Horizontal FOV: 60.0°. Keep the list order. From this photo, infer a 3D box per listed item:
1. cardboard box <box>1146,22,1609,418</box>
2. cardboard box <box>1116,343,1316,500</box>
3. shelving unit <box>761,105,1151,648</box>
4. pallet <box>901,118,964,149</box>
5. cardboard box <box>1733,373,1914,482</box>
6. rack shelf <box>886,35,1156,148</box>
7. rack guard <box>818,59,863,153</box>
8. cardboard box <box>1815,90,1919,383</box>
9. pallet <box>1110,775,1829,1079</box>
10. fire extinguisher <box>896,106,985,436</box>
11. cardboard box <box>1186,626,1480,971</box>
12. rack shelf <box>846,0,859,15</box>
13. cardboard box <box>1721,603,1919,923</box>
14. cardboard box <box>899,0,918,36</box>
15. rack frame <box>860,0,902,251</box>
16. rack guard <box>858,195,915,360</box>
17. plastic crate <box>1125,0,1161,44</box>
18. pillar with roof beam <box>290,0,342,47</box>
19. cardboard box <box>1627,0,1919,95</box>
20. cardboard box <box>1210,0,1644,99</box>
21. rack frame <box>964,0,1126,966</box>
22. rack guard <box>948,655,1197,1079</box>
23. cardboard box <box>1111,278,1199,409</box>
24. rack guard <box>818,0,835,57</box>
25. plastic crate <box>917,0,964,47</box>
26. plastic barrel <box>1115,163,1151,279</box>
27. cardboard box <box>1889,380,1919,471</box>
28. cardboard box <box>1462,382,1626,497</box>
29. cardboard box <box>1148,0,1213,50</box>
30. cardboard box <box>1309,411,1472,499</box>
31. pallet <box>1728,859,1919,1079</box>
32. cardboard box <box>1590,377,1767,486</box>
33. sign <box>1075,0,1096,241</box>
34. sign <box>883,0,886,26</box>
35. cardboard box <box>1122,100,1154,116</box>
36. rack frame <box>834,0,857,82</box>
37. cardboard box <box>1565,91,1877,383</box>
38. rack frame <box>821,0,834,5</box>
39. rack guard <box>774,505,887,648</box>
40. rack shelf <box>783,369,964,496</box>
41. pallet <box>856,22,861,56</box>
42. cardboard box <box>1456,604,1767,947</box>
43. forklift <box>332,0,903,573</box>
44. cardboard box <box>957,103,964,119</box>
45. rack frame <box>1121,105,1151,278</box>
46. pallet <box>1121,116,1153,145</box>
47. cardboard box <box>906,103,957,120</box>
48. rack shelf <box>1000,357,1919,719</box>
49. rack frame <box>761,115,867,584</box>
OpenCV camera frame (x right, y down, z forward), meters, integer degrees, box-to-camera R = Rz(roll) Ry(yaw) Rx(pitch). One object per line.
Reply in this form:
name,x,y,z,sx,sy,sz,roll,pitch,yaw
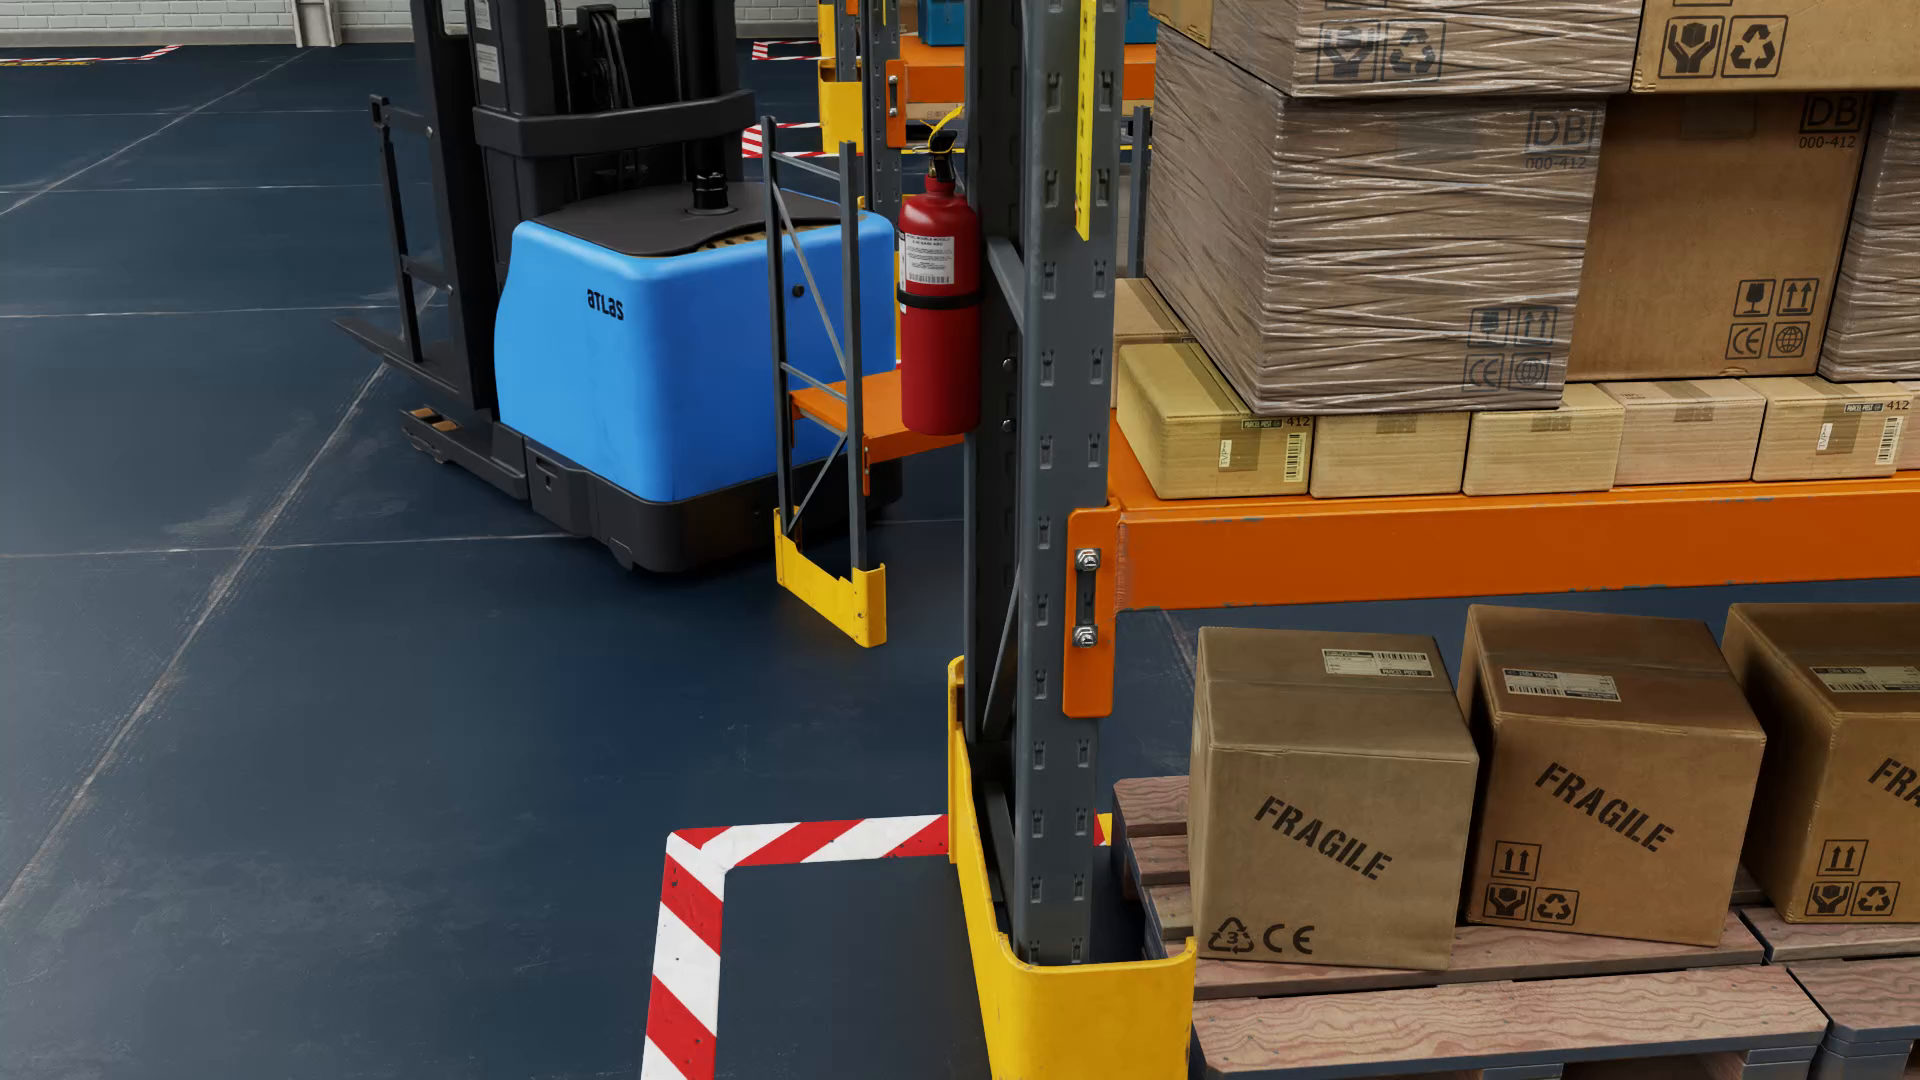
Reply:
cardboard box,0.670,-0.603,2.924,0.500,0.500,0.875,-2,24,-5
cardboard box,0.427,-0.211,2.840,0.250,0.149,0.380,-2,24,-5
shelving unit,0.003,-0.578,5.203,1.083,1.500,0.587,-15,28,-30
pallet,-0.093,-3.188,12.663,1.213,0.211,1.003,-2,24,-5
cardboard box,1.424,-0.242,2.912,0.250,0.149,0.380,-2,24,-5
rack shelf,1.623,-2.164,7.810,4.000,0.370,1.077,-2,24,-5
rack guard,-0.874,-3.272,12.495,0.348,0.500,1.175,-2,24,-5
cardboard box,1.657,-0.674,3.084,0.500,0.500,0.875,-2,24,-5
pallet,1.007,0.843,3.595,1.213,0.211,1.003,-2,24,-5
fire extinguisher,-0.040,-0.557,3.405,0.183,0.674,0.296,-2,24,-5
cardboard box,0.743,0.522,3.444,0.500,0.500,0.500,2,24,5
rack shelf,1.140,-4.166,12.315,4.000,0.370,1.077,-2,24,-5
cardboard box,1.959,0.467,3.568,0.500,0.500,0.500,0,24,0
cardboard box,-0.346,-3.835,12.629,0.500,0.500,0.500,-2,24,-5
rack frame,-0.367,-2.413,7.485,0.127,3.000,1.000,-2,24,-5
rack guard,-0.296,-1.292,8.042,0.348,0.500,1.175,-2,24,-5
plastic crate,0.748,-2.509,7.885,0.408,0.251,0.499,-2,24,-5
pillar with roof beam,-6.277,-7.556,11.671,0.400,9.000,9.100,-2,24,-5
cardboard box,1.192,-0.978,2.537,0.500,0.500,0.500,-2,24,-5
cardboard box,0.694,-0.961,2.498,0.500,0.500,0.500,-2,24,-5
rack frame,0.120,-0.411,2.981,0.127,3.000,1.000,-2,24,-5
rack guard,0.195,0.729,3.495,0.348,0.500,1.175,-2,24,-5
cardboard box,0.383,-0.391,3.245,0.250,0.149,0.380,-2,24,-5
rack guard,-1.265,-5.278,17.008,0.348,0.500,1.175,-2,24,-5
plastic crate,0.101,-2.486,7.832,0.616,0.251,0.499,-2,24,-5
plastic barrel,0.779,-1.545,8.078,0.421,0.512,0.421,0,24,0
cardboard box,1.670,-0.263,2.959,0.250,0.149,0.380,-2,24,-5
cardboard box,0.928,-0.217,2.854,0.250,0.149,0.380,-2,24,-5
cardboard box,0.643,-1.171,2.971,0.500,0.500,0.500,-2,24,-5
cardboard box,0.677,-0.213,2.845,0.250,0.149,0.380,-2,24,-5
pallet,2.218,0.795,3.701,1.213,0.211,1.003,-2,24,-5
cardboard box,1.174,-0.235,2.896,0.250,0.149,0.380,-2,24,-5
sign,0.173,-0.587,2.311,0.005,0.325,0.100,-2,24,-5
sign,-0.317,-2.316,6.928,0.005,0.325,0.100,-2,24,-5
cardboard box,1.198,-3.341,12.442,0.500,0.250,0.500,-2,24,-5
rack frame,-0.850,-4.415,11.989,0.127,3.000,1.000,-2,24,-5
cardboard box,1.155,-0.671,3.078,0.500,0.500,0.875,-2,24,-5
rack frame,-1.341,-6.417,16.494,0.127,3.000,1.000,-2,24,-5
rack guard,-0.412,0.105,5.205,0.087,0.250,0.587,-15,28,-30
rack shelf,-0.004,-0.411,5.271,1.000,0.185,0.538,-15,28,-30
pallet,-0.453,-5.164,17.108,1.213,0.211,1.003,-2,24,-5
cardboard box,1.334,0.484,3.529,0.500,0.500,0.500,4,24,9
forklift,-1.555,-1.753,6.084,1.130,2.935,3.031,-20,31,-37
cardboard box,0.202,-3.303,12.357,0.500,0.250,0.500,-2,24,-5
rack frame,0.419,-0.690,5.455,0.032,1.500,0.500,-15,28,-30
pallet,1.118,-3.236,12.769,1.213,0.211,1.003,-2,24,-5
cardboard box,-0.295,-3.282,12.309,0.500,0.250,0.500,-2,24,-5
rack shelf,2.110,-0.162,3.306,4.000,0.370,1.077,-2,24,-5
rack frame,-0.428,-0.461,4.941,0.032,1.500,0.500,-15,28,-30
